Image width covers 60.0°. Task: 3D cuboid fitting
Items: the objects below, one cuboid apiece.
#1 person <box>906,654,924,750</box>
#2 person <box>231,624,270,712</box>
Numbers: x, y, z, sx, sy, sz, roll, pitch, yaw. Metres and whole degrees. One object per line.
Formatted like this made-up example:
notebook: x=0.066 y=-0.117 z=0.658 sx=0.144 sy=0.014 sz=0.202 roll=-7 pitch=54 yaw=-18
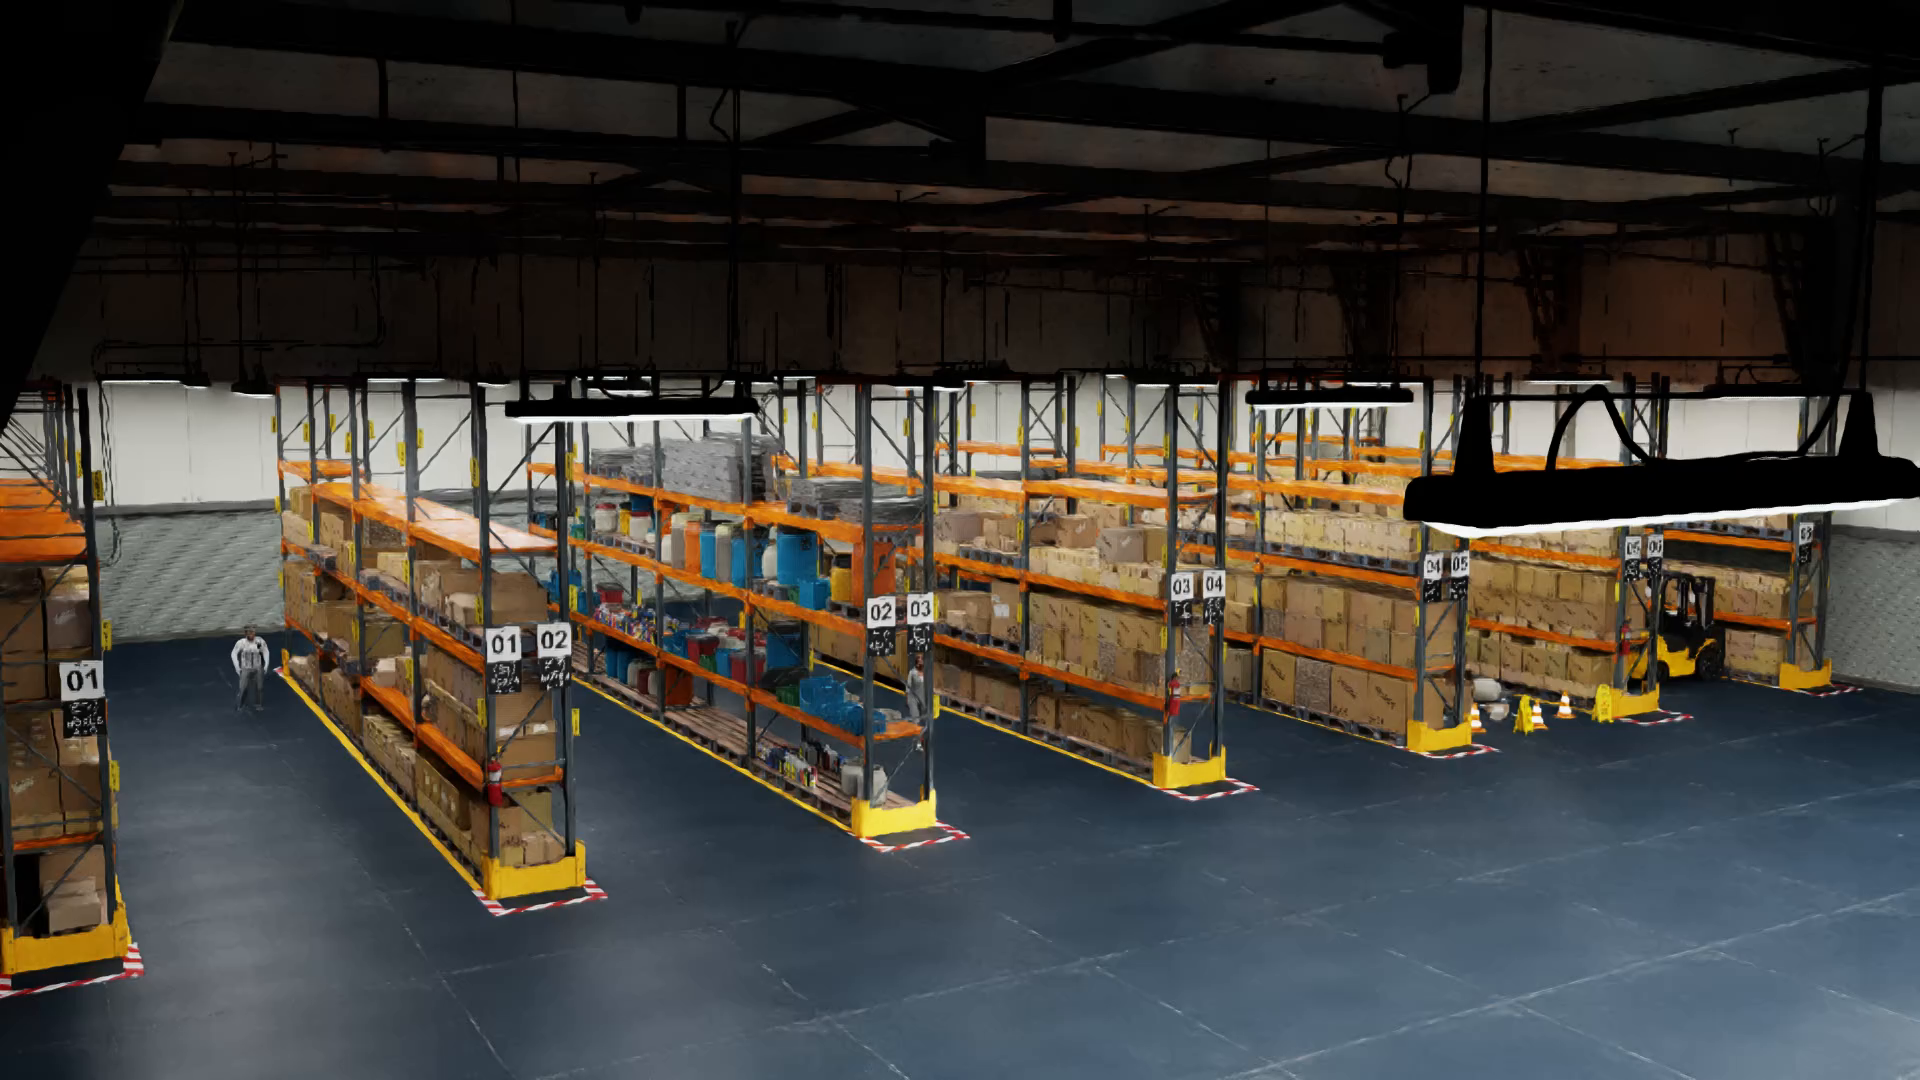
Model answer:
person: x=-0.658 y=2.600 z=27.045 sx=0.407 sy=1.533 sz=0.962 roll=-2 pitch=7 yaw=-21
person: x=-12.679 y=2.277 z=29.743 sx=0.639 sy=1.632 sz=0.506 roll=-4 pitch=7 yaw=-31
